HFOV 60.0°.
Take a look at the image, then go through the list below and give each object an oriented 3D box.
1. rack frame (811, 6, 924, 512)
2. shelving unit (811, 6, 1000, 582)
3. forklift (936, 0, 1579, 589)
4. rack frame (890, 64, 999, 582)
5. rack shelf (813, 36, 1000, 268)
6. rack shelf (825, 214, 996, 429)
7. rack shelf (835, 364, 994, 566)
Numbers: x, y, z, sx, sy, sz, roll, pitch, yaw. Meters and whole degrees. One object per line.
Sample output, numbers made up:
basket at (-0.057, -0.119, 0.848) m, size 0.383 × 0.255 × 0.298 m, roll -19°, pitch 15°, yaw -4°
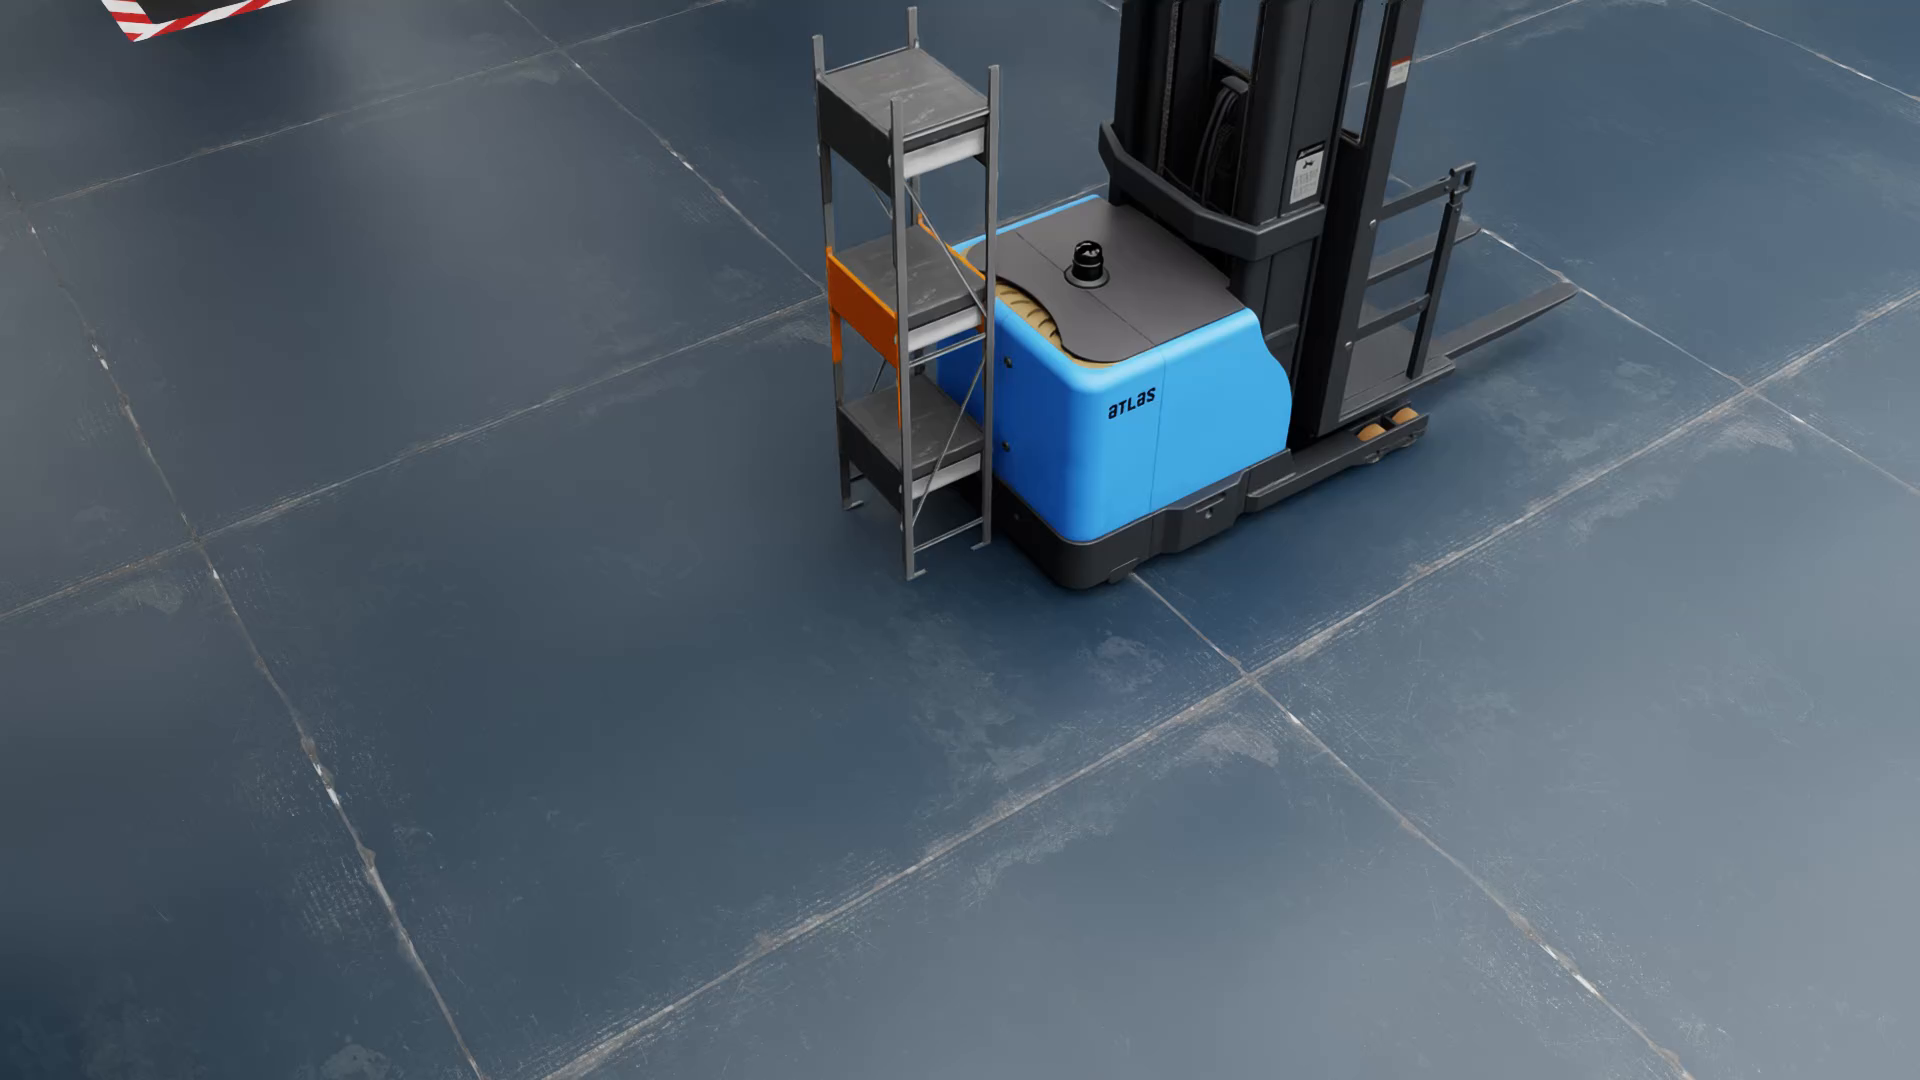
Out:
rack frame at (-0.316, -0.956, 6.231) m, size 0.400 × 2.100 × 0.015 m, roll -25°, pitch 49°, yaw -24°
shelving unit at (-0.181, -0.816, 6.084) m, size 0.431 × 2.100 × 0.503 m, roll -25°, pitch 49°, yaw -24°
forklift at (1.402, -1.669, 6.375) m, size 3.031 × 2.935 × 1.130 m, roll -25°, pitch 49°, yaw -24°
rack frame at (-0.046, -0.675, 5.937) m, size 0.400 × 2.100 × 0.015 m, roll -25°, pitch 49°, yaw -24°
rack shelf at (-0.181, -1.312, 5.610) m, size 0.431 × 0.518 × 0.480 m, roll -25°, pitch 49°, yaw -24°
rack shelf at (-0.181, -0.806, 6.093) m, size 0.431 × 0.518 × 0.480 m, roll -25°, pitch 49°, yaw -24°
rack shelf at (-0.181, -0.299, 6.576) m, size 0.431 × 0.518 × 0.480 m, roll -25°, pitch 49°, yaw -24°
